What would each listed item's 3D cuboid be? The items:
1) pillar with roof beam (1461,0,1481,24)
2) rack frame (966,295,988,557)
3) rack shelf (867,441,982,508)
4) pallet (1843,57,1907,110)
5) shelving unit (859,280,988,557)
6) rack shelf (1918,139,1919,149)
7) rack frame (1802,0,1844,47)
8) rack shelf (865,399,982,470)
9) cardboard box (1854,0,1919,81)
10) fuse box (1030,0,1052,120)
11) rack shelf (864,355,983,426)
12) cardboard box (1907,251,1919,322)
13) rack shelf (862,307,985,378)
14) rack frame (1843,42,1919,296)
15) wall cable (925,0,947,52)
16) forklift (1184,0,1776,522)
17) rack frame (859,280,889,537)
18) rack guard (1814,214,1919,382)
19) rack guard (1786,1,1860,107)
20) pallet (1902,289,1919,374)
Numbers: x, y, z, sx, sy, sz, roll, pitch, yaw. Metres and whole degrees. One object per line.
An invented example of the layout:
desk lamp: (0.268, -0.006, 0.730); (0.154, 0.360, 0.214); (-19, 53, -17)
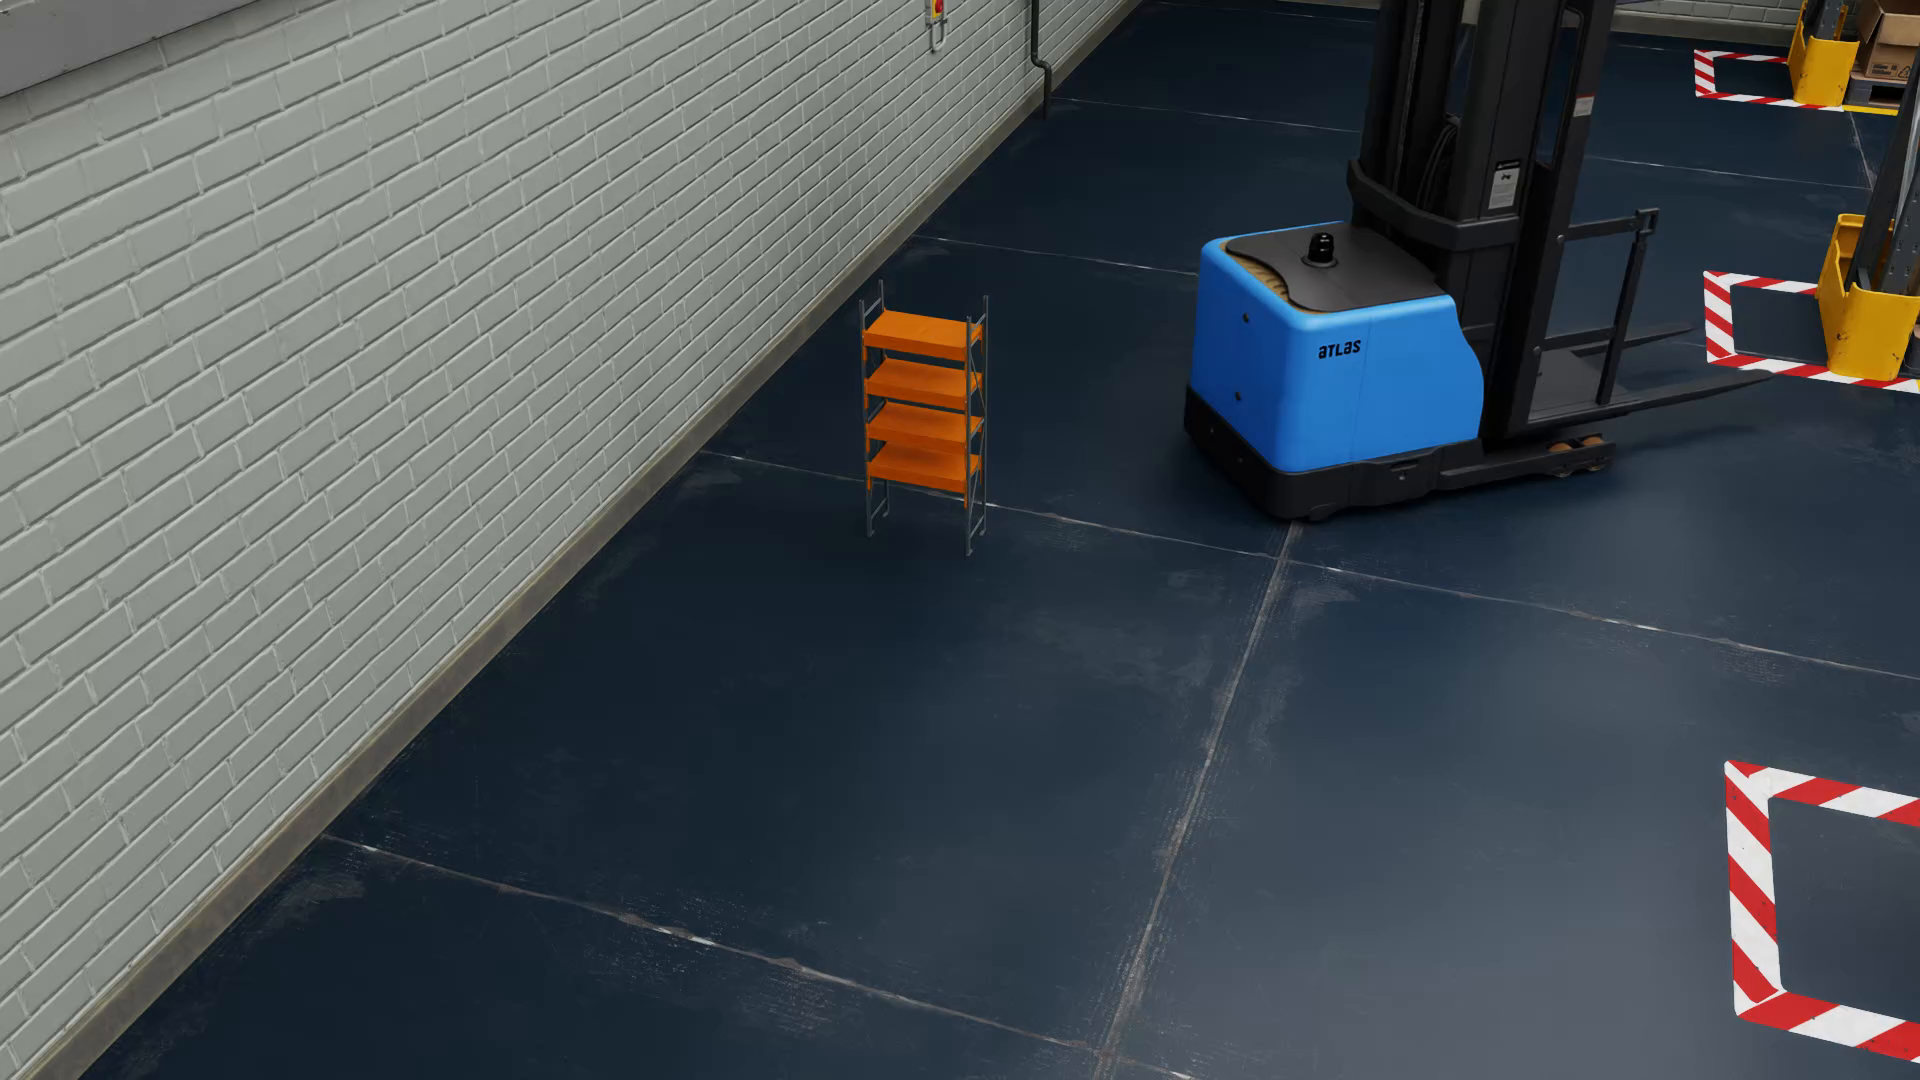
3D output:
pillar with roof beam: (3.156, -6.251, 9.135); (0.400, 9.000, 9.100); (11, 34, 16)
rack frame: (0.074, -0.490, 7.402); (0.015, 1.200, 0.240); (11, 34, 16)
rack shelf: (-0.156, -0.311, 7.616); (0.480, 0.148, 0.258); (11, 34, 16)
pallet: (7.665, -3.644, 13.199); (1.213, 0.211, 1.003); (11, 34, 16)
shelving unit: (-0.156, -0.534, 7.471); (0.503, 1.200, 0.258); (11, 34, 16)
rack shelf: (7.054, -1.771, 8.391); (4.000, 0.370, 1.077); (11, 34, 16)
rack frame: (6.842, -4.975, 12.690); (0.127, 3.000, 1.000); (11, 34, 16)
rack shelf: (-0.156, -0.478, 7.508); (0.480, 0.148, 0.258); (11, 34, 16)
cardboard box: (7.386, -3.942, 13.005); (0.637, 0.503, 0.797); (10, 34, 15)
fuse box: (0.701, -3.964, 12.312); (0.414, 1.711, 0.539); (11, 34, 16)
rack shelf: (-0.156, -0.666, 7.387); (0.480, 0.148, 0.258); (11, 34, 16)
cardboard box: (5.826, -1.470, 9.236); (0.875, 0.438, 0.875); (10, 34, 15)
rack shelf: (-0.156, -0.864, 7.258); (0.480, 0.148, 0.258); (11, 34, 16)
rack frame: (5.171, -2.440, 8.763); (0.127, 3.000, 1.000); (11, 34, 16)
wall cable: (-0.145, -3.899, 10.059); (0.123, 1.953, 0.585); (11, 34, 16)
forklift: (2.720, -1.799, 7.834); (3.031, 2.935, 1.130); (-11, 34, -16)
rack frame: (-0.386, -0.579, 7.541); (0.015, 1.200, 0.240); (11, 34, 16)
rack guard: (5.149, -1.394, 9.448); (0.348, 0.500, 1.175); (11, 34, 16)
rack guard: (6.914, -3.911, 13.346); (0.348, 0.500, 1.175); (11, 34, 16)
pallet: (5.950, -1.162, 9.355); (1.213, 0.211, 1.003); (11, 34, 16)
